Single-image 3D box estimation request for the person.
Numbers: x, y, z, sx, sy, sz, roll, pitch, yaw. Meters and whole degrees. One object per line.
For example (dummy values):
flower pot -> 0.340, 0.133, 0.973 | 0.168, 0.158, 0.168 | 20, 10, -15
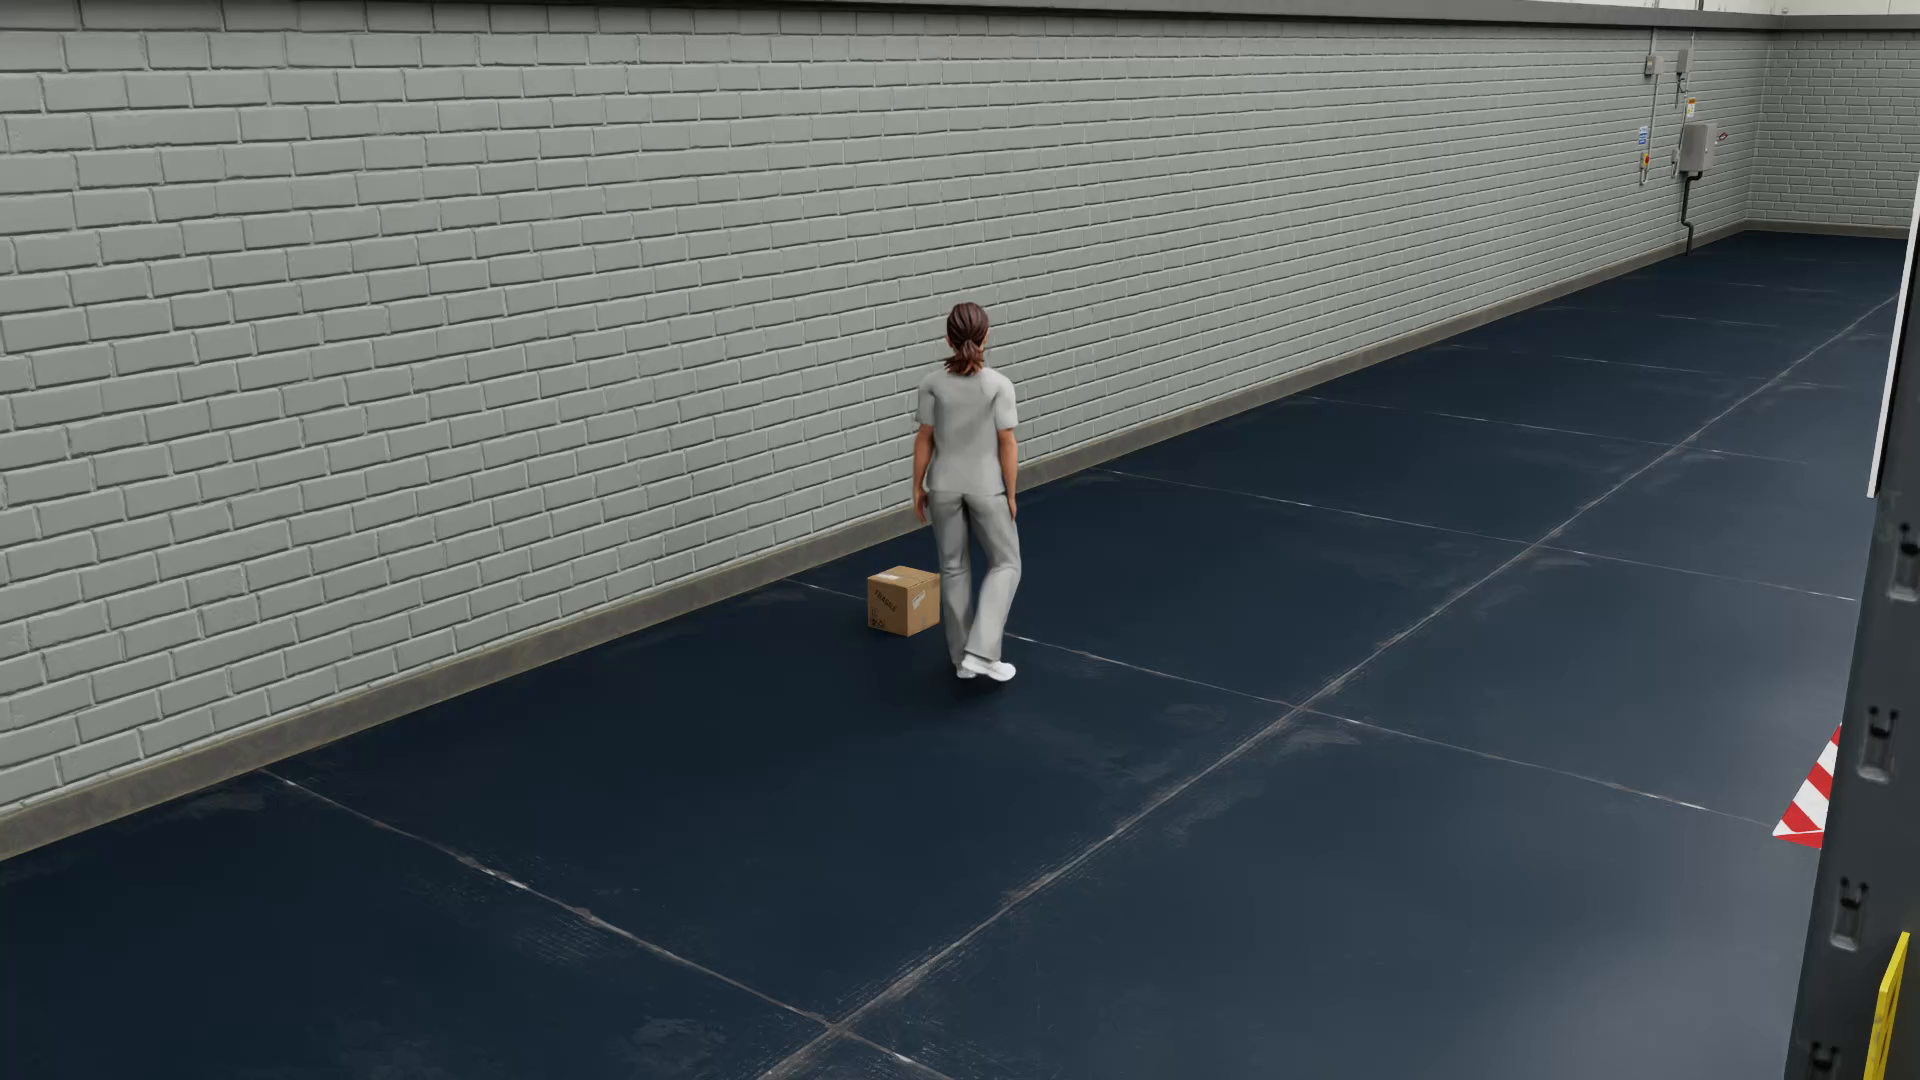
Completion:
person -> 0.027, -0.191, 7.159 | 0.460, 1.670, 0.519 | 3, 17, 9
